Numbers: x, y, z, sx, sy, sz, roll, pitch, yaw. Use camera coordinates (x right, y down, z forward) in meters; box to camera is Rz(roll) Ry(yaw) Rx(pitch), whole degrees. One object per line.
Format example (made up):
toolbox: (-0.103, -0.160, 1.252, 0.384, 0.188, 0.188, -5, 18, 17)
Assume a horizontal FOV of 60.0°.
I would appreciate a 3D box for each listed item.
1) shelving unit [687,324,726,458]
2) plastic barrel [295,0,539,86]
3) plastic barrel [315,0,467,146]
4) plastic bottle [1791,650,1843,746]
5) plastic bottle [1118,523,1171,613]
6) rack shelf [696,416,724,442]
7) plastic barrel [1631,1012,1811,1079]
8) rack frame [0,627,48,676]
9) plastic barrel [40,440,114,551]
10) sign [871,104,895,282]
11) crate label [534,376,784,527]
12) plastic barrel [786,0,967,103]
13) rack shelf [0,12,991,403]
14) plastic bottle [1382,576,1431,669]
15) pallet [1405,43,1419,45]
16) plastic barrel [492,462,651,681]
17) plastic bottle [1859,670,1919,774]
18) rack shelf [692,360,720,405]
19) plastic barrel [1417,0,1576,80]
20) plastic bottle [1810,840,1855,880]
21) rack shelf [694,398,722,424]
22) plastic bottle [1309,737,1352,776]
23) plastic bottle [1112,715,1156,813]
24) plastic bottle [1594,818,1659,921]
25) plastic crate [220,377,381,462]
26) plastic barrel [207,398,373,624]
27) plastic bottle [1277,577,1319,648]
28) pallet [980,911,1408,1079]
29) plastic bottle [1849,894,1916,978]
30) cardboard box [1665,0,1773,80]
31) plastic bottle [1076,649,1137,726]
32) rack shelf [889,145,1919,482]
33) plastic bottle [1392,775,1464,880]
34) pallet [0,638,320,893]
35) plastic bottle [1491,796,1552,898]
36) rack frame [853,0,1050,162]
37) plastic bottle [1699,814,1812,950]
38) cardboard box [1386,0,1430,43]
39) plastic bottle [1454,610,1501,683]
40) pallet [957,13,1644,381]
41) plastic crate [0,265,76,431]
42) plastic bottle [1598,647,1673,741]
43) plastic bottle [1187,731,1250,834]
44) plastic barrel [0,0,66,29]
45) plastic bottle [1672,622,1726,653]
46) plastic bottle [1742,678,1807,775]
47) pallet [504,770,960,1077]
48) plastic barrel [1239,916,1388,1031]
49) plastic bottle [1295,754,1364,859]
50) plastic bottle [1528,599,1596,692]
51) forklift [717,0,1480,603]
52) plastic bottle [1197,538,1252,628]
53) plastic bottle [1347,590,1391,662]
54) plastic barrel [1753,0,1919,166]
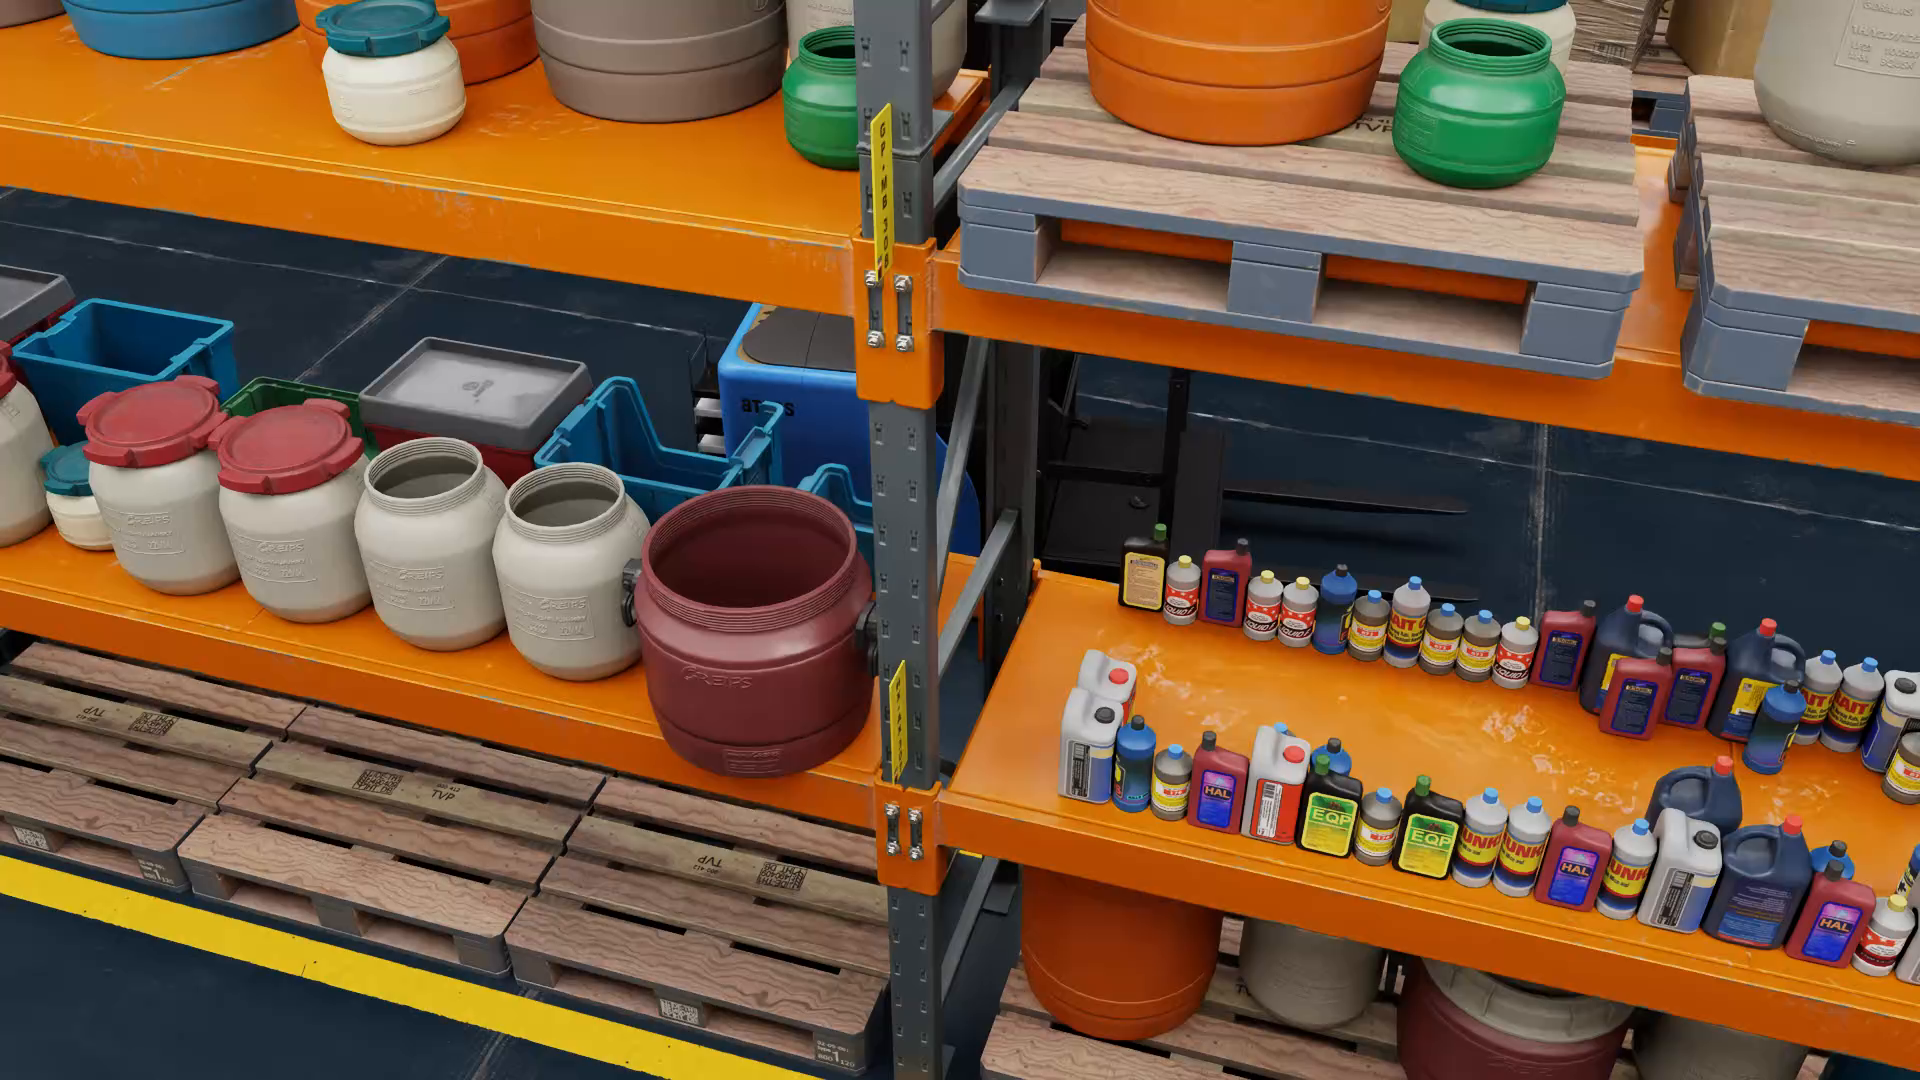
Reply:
shelving unit: (-0.990, -0.462, 7.119, 0.210, 0.900, 0.258, 6, 37, 8)
plastic barrel: (-1.333, -1.571, 3.961, 0.708, 0.830, 0.600, 10, 38, 14)
plastic barrel: (-1.273, -1.051, 3.734, 0.301, 0.262, 0.301, 0, 36, 0)
plastic bottle: (2.200, 0.398, 4.288, 0.097, 0.271, 0.097, 0, 36, 0)
plastic bottle: (0.524, 0.071, 4.721, 0.133, 0.283, 0.061, 10, 38, 14)
rack shelf: (-0.990, -0.508, 7.085, 0.200, 0.077, 0.258, 6, 37, 8)
plastic barrel: (2.126, 1.352, 4.627, 0.421, 0.512, 0.421, 0, 36, 0)
rack frame: (-3.807, -0.513, 5.417, 0.127, 3.000, 1.000, 10, 38, 14)
plastic barrel: (-2.590, -0.137, 5.022, 0.301, 0.262, 0.301, 0, 36, 0)
sign: (-0.147, -0.659, 3.173, 0.005, 0.325, 0.100, 10, 38, 14)
crate label: (-0.857, -0.149, 4.892, 0.616, 0.435, 0.502, 10, 38, 14)
plastic barrel: (-0.194, -1.287, 3.844, 0.421, 0.512, 0.421, 0, 36, 0)
rack shelf: (-1.898, -1.078, 4.260, 4.000, 0.370, 1.077, 10, 38, 14)
plastic bottle: (1.221, 0.216, 4.534, 0.097, 0.271, 0.097, 0, 36, 0)
pallet: (2.159, -2.451, 8.211, 1.003, 0.211, 1.213, 10, 38, 14)
plastic barrel: (-1.035, 0.088, 4.506, 0.421, 0.512, 0.421, 0, 36, 0)
plastic bottle: (2.395, 0.449, 4.214, 0.135, 0.276, 0.152, 10, 38, 14)
rack shelf: (-0.990, -0.653, 6.978, 0.200, 0.077, 0.258, 6, 37, 8)
plastic barrel: (1.078, -1.021, 3.339, 0.301, 0.262, 0.301, 0, 36, 0)
plastic bottle: (1.948, 0.784, 3.762, 0.097, 0.271, 0.097, 0, 36, 0)
rack shelf: (-0.990, -0.580, 7.032, 0.200, 0.077, 0.258, 6, 37, 8)
plastic bottle: (0.890, 0.588, 4.029, 0.097, 0.271, 0.097, 0, 36, 0)
plastic bottle: (0.430, 0.541, 4.093, 0.097, 0.271, 0.097, 0, 36, 0)
plastic bottle: (1.532, 0.745, 3.816, 0.097, 0.271, 0.097, 0, 36, 0)
plastic crate: (-2.061, -0.280, 5.278, 0.662, 0.188, 0.450, 10, 38, 14)
plastic barrel: (-1.846, -0.069, 4.698, 0.433, 0.535, 0.433, 0, 36, 0)
plastic bottle: (0.942, 0.193, 4.625, 0.097, 0.201, 0.097, 0, 36, 0)
pallet: (0.776, 1.433, 5.125, 1.213, 0.211, 1.003, 10, 38, 14)
plastic bottle: (2.057, 0.871, 3.704, 0.097, 0.201, 0.097, 0, 36, 0)
cardboard box: (3.605, -2.388, 7.525, 0.500, 0.500, 0.700, 2, 36, 2)
plastic bottle: (0.373, 0.417, 4.257, 0.135, 0.276, 0.152, 10, 38, 14)
rack shelf: (1.920, -0.371, 3.300, 4.000, 0.370, 1.077, 10, 38, 14)
plastic bottle: (1.104, 0.672, 3.904, 0.133, 0.283, 0.061, 10, 38, 14)
pallet: (-3.046, 0.727, 6.084, 1.213, 0.211, 1.003, 10, 38, 14)
plastic bottle: (1.312, 0.704, 3.871, 0.097, 0.271, 0.097, 0, 36, 0)
rack frame: (0.011, -2.222, 2.678, 0.127, 3.000, 1.000, 10, 38, 14)
plastic bottle: (1.802, 0.749, 3.744, 0.185, 0.351, 0.144, 10, 38, 14)
cardboard box: (2.126, -2.770, 8.044, 0.500, 0.500, 0.700, -1, 36, -2)
plastic bottle: (1.407, 0.279, 4.508, 0.097, 0.201, 0.097, 0, 36, 0)
pallet: (0.712, -0.748, 3.364, 1.213, 0.211, 1.003, 10, 38, 14)
plastic crate: (-3.254, -0.626, 5.517, 0.583, 0.464, 0.402, 10, 38, 14)
plastic bottle: (1.749, 0.387, 4.292, 0.133, 0.283, 0.061, 10, 38, 14)
plastic bottle: (0.628, 0.584, 4.024, 0.133, 0.283, 0.061, 10, 38, 14)
plastic barrel: (-2.633, -1.840, 4.267, 0.600, 0.901, 0.600, 0, 36, 0)
plastic bottle: (1.919, 0.329, 4.371, 0.133, 0.283, 0.061, 10, 38, 14)
plastic bottle: (2.064, 0.462, 4.201, 0.097, 0.271, 0.097, 0, 36, 0)
pallet: (-0.717, 1.158, 5.499, 1.213, 0.211, 1.003, 10, 38, 14)
plastic barrel: (1.048, 1.153, 4.898, 0.421, 0.512, 0.421, 0, 36, 0)
plastic bottle: (0.883, 0.632, 3.960, 0.133, 0.283, 0.061, 10, 38, 14)
plastic bottle: (1.615, 0.273, 4.447, 0.133, 0.283, 0.061, 10, 38, 14)
forklift: (0.616, -1.116, 6.293, 3.031, 2.935, 1.130, 6, 37, 8)
plastic bottle: (0.744, 0.112, 4.666, 0.133, 0.283, 0.061, 10, 38, 14)
plastic bottle: (1.128, 0.227, 4.578, 0.097, 0.201, 0.097, 0, 36, 0)
plastic barrel: (1.748, -1.010, 3.092, 0.433, 0.535, 0.433, 0, 36, 0)
